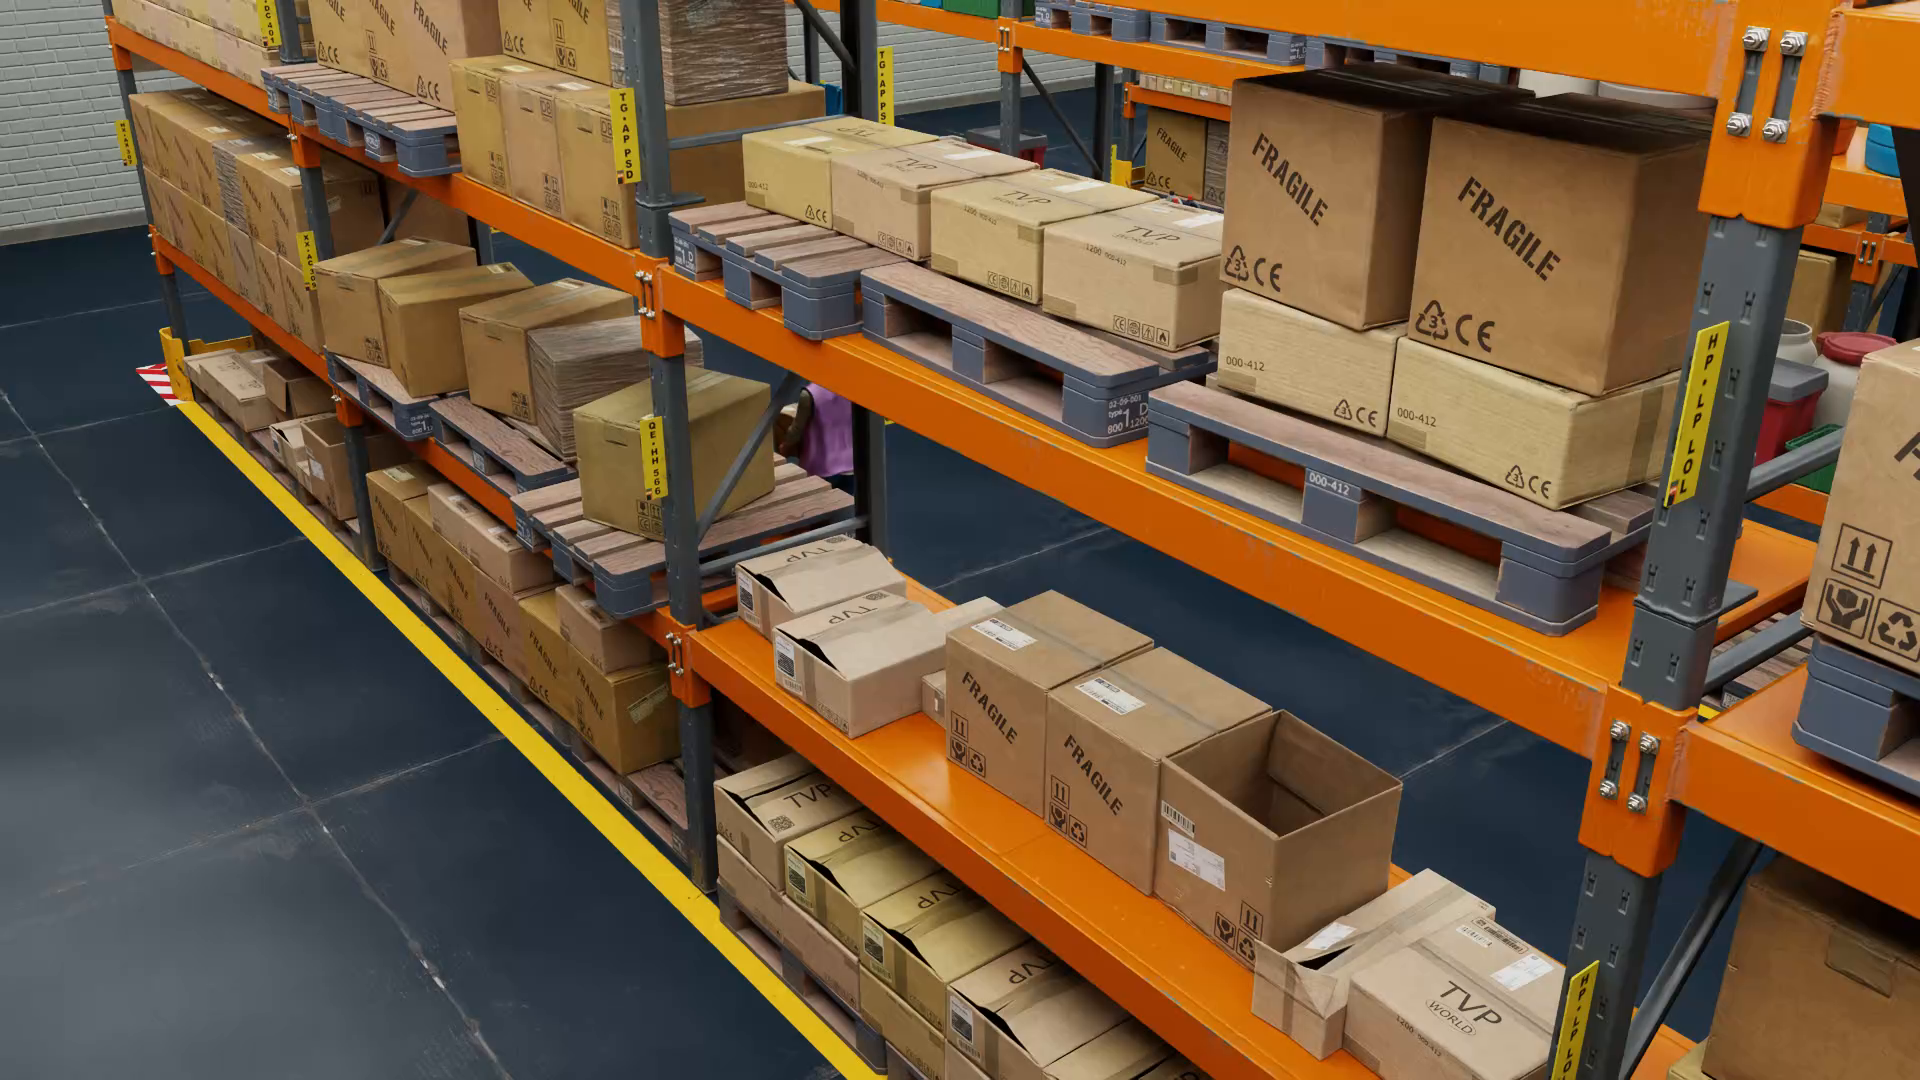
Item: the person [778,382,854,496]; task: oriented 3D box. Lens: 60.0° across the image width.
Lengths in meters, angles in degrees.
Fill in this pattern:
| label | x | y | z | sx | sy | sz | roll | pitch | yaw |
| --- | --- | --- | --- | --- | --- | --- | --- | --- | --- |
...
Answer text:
| label | x | y | z | sx | sy | sz | roll | pitch | yaw |
| --- | --- | --- | --- | --- | --- | --- | --- | --- | --- |
| person | -0.797 | -0.379 | 9.551 | 0.405 | 1.497 | 0.489 | -18 | 30 | -33 |
